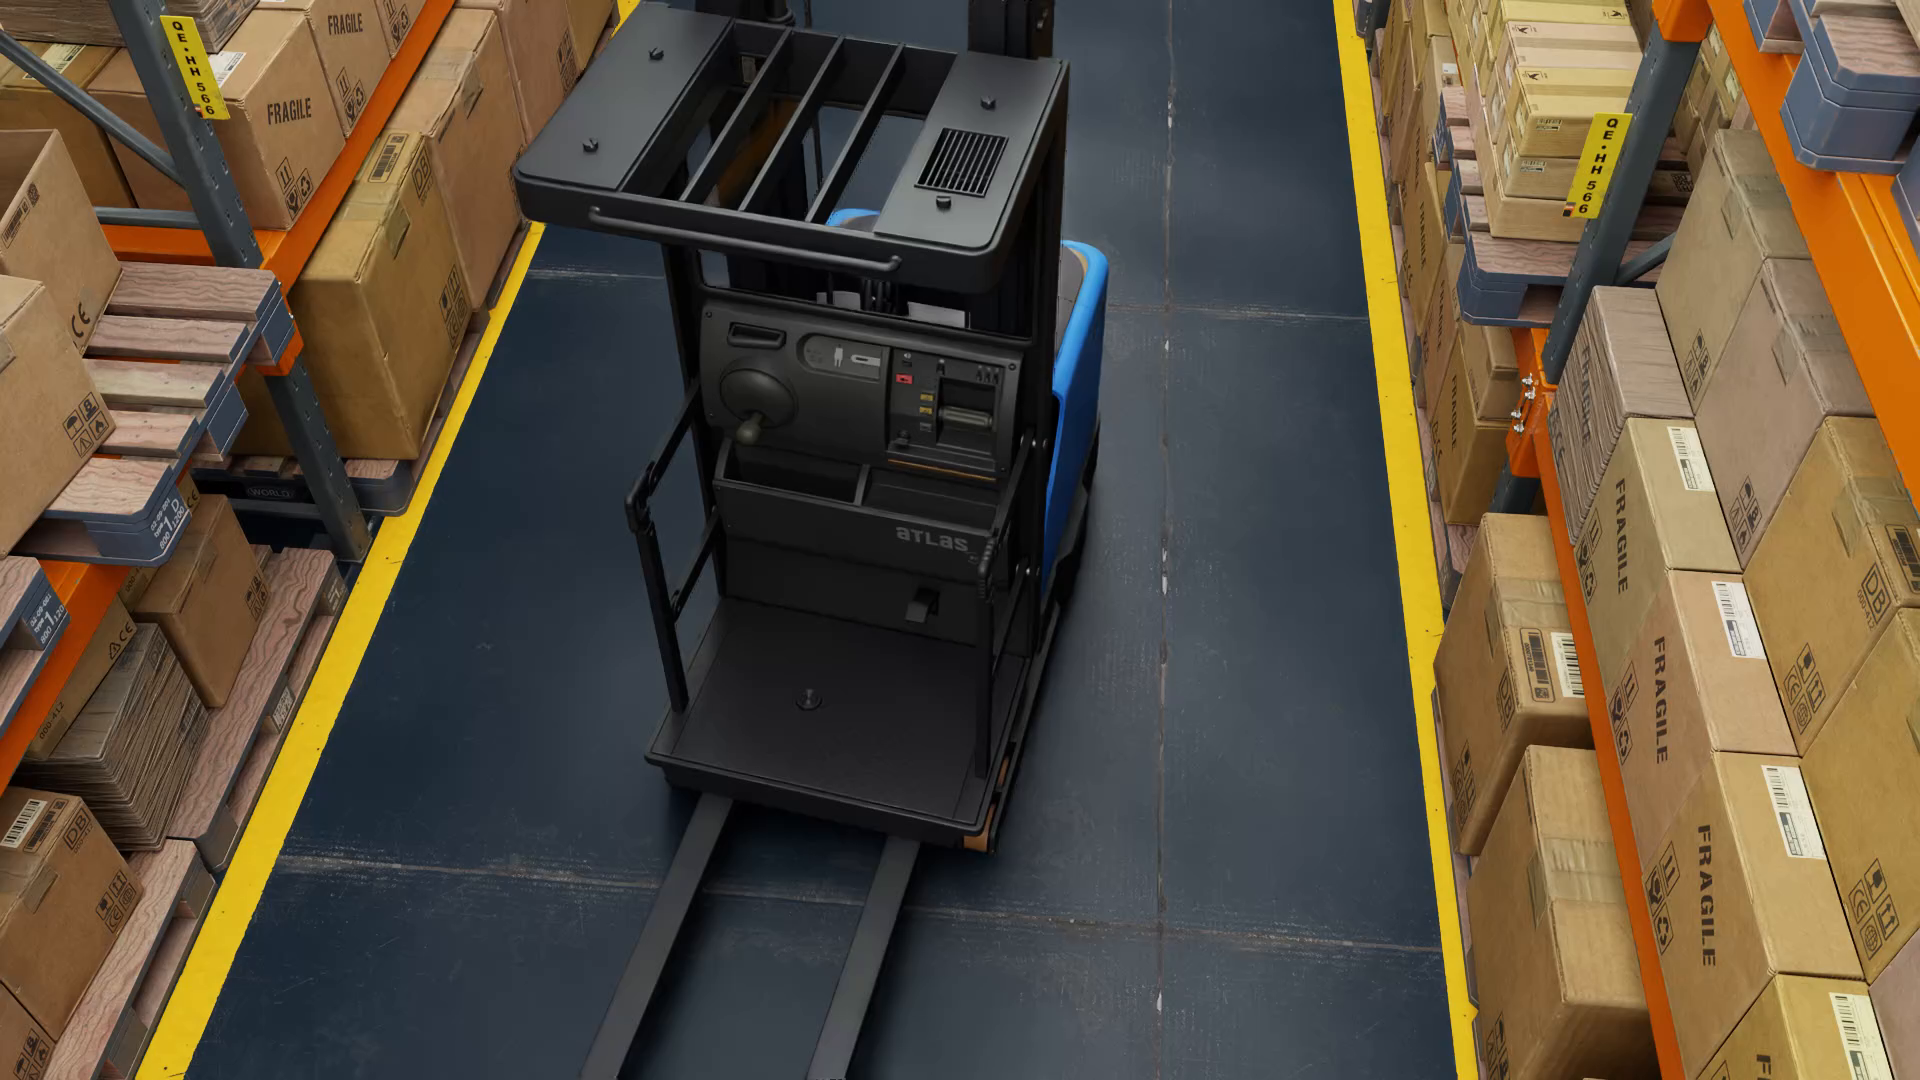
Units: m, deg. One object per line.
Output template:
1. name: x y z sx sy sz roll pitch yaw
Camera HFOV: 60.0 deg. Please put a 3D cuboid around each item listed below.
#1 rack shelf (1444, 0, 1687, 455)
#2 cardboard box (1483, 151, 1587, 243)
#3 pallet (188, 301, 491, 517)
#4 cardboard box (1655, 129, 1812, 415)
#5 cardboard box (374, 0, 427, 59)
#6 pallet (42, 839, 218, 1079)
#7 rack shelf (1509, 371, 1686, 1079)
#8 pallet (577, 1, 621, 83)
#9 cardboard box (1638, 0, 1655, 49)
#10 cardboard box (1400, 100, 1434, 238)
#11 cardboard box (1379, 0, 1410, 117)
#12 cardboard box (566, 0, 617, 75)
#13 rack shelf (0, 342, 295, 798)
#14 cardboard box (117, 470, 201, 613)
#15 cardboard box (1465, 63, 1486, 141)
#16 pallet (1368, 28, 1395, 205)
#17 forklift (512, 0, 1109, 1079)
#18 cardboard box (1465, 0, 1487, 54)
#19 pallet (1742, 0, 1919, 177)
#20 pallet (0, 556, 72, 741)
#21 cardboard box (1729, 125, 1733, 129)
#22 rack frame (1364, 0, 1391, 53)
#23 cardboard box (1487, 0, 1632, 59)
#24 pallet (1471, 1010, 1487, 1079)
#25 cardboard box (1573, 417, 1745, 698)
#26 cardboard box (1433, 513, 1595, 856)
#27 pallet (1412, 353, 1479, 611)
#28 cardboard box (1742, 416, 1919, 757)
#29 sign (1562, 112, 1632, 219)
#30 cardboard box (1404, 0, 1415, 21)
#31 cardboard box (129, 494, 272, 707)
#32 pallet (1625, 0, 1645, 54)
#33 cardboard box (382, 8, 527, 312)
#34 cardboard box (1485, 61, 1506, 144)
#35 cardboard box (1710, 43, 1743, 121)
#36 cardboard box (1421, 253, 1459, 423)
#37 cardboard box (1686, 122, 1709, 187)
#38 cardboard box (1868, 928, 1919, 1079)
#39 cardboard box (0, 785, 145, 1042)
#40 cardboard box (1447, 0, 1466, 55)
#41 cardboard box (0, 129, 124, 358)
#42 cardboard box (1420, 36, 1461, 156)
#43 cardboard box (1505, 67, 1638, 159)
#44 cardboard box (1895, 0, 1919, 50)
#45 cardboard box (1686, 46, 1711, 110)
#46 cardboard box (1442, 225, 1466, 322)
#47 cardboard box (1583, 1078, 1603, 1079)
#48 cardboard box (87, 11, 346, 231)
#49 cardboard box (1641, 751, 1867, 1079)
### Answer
1. rack shelf: 2.405 -1.818 6.367 1.077 0.370 4.000 4 48 4
2. cardboard box: 1.810 -1.041 5.055 0.380 0.149 0.250 5 48 4
3. pallet: -2.560 -0.632 6.685 1.003 0.211 1.213 4 48 4
4. cardboard box: 2.172 -0.633 4.051 0.700 0.500 0.500 4 48 3
5. cardboard box: -2.304 -2.127 6.095 0.500 0.500 0.500 3 48 3
6. pallet: -2.893 1.411 4.817 1.003 0.211 1.213 4 48 4
7. rack shelf: 2.041 1.122 3.679 1.077 0.370 4.000 4 48 4
8. pallet: -2.338 -2.425 8.325 1.003 0.211 1.213 4 48 4
9. cardboard box: 2.559 -1.753 5.706 0.380 0.149 0.250 5 48 5
10. cardboard box: 2.175 -1.528 7.025 0.500 0.500 0.500 5 48 4
11. cardboard box: 2.256 -2.303 7.733 0.500 0.500 0.500 6 48 5
12. cardboard box: -2.381 -2.891 8.017 1.225 0.875 0.875 4 48 4
13. rack shelf: -2.889 0.714 4.052 1.077 0.370 4.000 4 48 4
14. cardboard box: -2.738 -0.062 5.162 0.500 0.250 0.500 6 48 5
15. cardboard box: 1.858 -1.413 5.395 0.380 0.149 0.250 5 48 4
16. pallet: 2.518 -2.017 7.952 1.003 0.211 1.213 4 48 4
17. forklift: -0.342 -0.317 4.553 1.130 2.935 3.031 11 49 10
18. cardboard box: 1.882 -1.715 5.470 0.380 0.149 0.250 4 48 4
19. pallet: 2.217 -1.063 3.284 1.213 0.211 1.003 6 48 5
20. pallet: -2.847 0.523 3.868 1.003 0.211 1.213 4 48 4
21. cardboard box: 2.467 -1.090 4.898 0.380 0.149 0.250 6 48 5
22. rack frame: 2.588 -3.530 7.446 1.000 3.000 0.127 4 48 4
23. cardboard box: 1.860 -1.616 5.178 0.380 0.149 0.250 5 48 5
24. pallet: 1.963 1.819 4.444 1.003 0.211 1.213 4 48 4
25. cardboard box: 1.870 0.061 4.094 0.500 0.500 0.500 3 48 3
26. cardboard box: 2.078 0.468 5.029 1.050 0.750 0.750 3 48 3
27. pallet: 2.296 -0.224 6.312 1.003 0.211 1.213 4 48 4
28. cardboard box: 2.083 0.116 3.366 0.700 0.500 0.500 3 48 3
29. sign: 1.682 -0.984 4.387 0.100 0.325 0.005 4 48 4
30. cardboard box: 2.257 -2.556 7.456 0.500 0.250 0.500 2 48 2
31. cardboard box: -2.748 0.190 5.439 0.700 0.500 0.500 2 48 1
32. pallet: 2.363 -1.984 6.161 1.003 0.211 1.213 4 48 4
33. cardboard box: -2.534 -1.584 6.821 1.225 0.875 0.875 4 48 4
34. cardboard box: 1.837 -1.338 5.125 0.380 0.149 0.250 5 48 5
35. cardboard box: 2.480 -1.373 4.955 0.380 0.149 0.250 3 48 2
36. cardboard box: 2.074 -0.771 6.332 0.500 0.500 0.500 6 48 5
37. cardboard box: 2.490 -1.160 5.164 0.380 0.149 0.250 6 48 5
38. cardboard box: 1.989 0.863 2.683 0.700 0.500 0.500 4 48 4
39. cardboard box: -2.831 1.016 4.684 0.700 0.500 0.500 7 48 7
40. cardboard box: 1.907 -1.793 5.743 0.380 0.149 0.250 2 48 2
41. cardboard box: -2.716 -0.775 4.573 0.500 0.500 0.500 -1 48 -1
42. cardboard box: 2.160 -1.790 6.756 0.500 0.250 0.500 6 48 5
43. cardboard box: 1.811 -1.240 4.833 0.380 0.149 0.250 2 48 2
44. cardboard box: 1.892 -0.843 2.705 0.500 0.250 0.500 5 48 5
45. cardboard box: 2.511 -1.486 5.260 0.380 0.149 0.250 3 48 2
46. cardboard box: 2.060 -1.034 6.064 0.500 0.250 0.500 4 48 4
47. cardboard box: 1.917 1.795 3.815 1.050 0.750 0.750 4 48 4
48. cardboard box: -2.392 -1.371 5.404 0.500 0.500 0.500 5 48 5
49. cardboard box: 1.776 0.797 3.420 0.500 0.500 0.500 3 48 3
